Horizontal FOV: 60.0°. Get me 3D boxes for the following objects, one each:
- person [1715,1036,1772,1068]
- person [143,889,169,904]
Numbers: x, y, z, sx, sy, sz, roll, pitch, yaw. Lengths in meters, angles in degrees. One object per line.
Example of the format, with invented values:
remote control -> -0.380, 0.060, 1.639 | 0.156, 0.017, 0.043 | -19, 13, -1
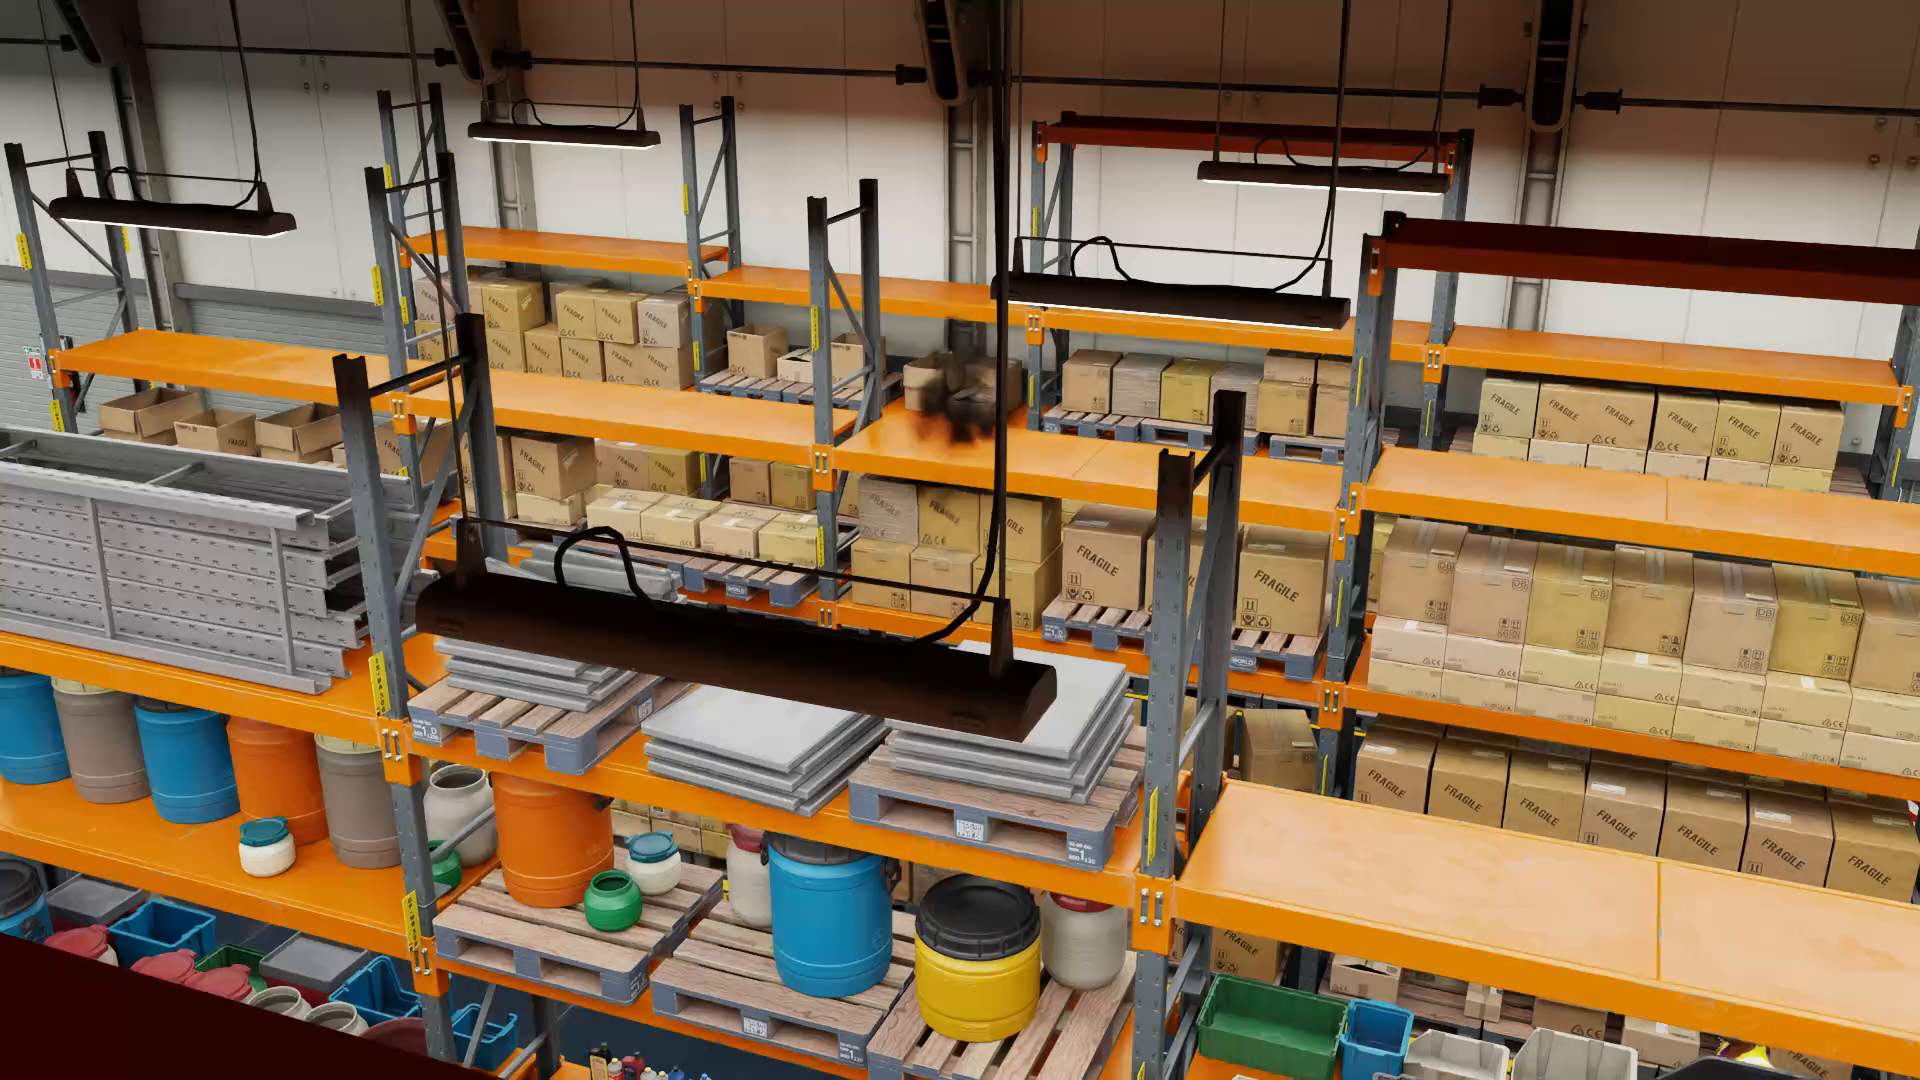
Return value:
person -> 4.788, 3.672, 10.330 | 0.723, 1.809, 0.694 | 2, 21, 5
person -> -6.557, 2.593, 13.260 | 0.548, 1.659, 0.571 | 6, 22, 16
